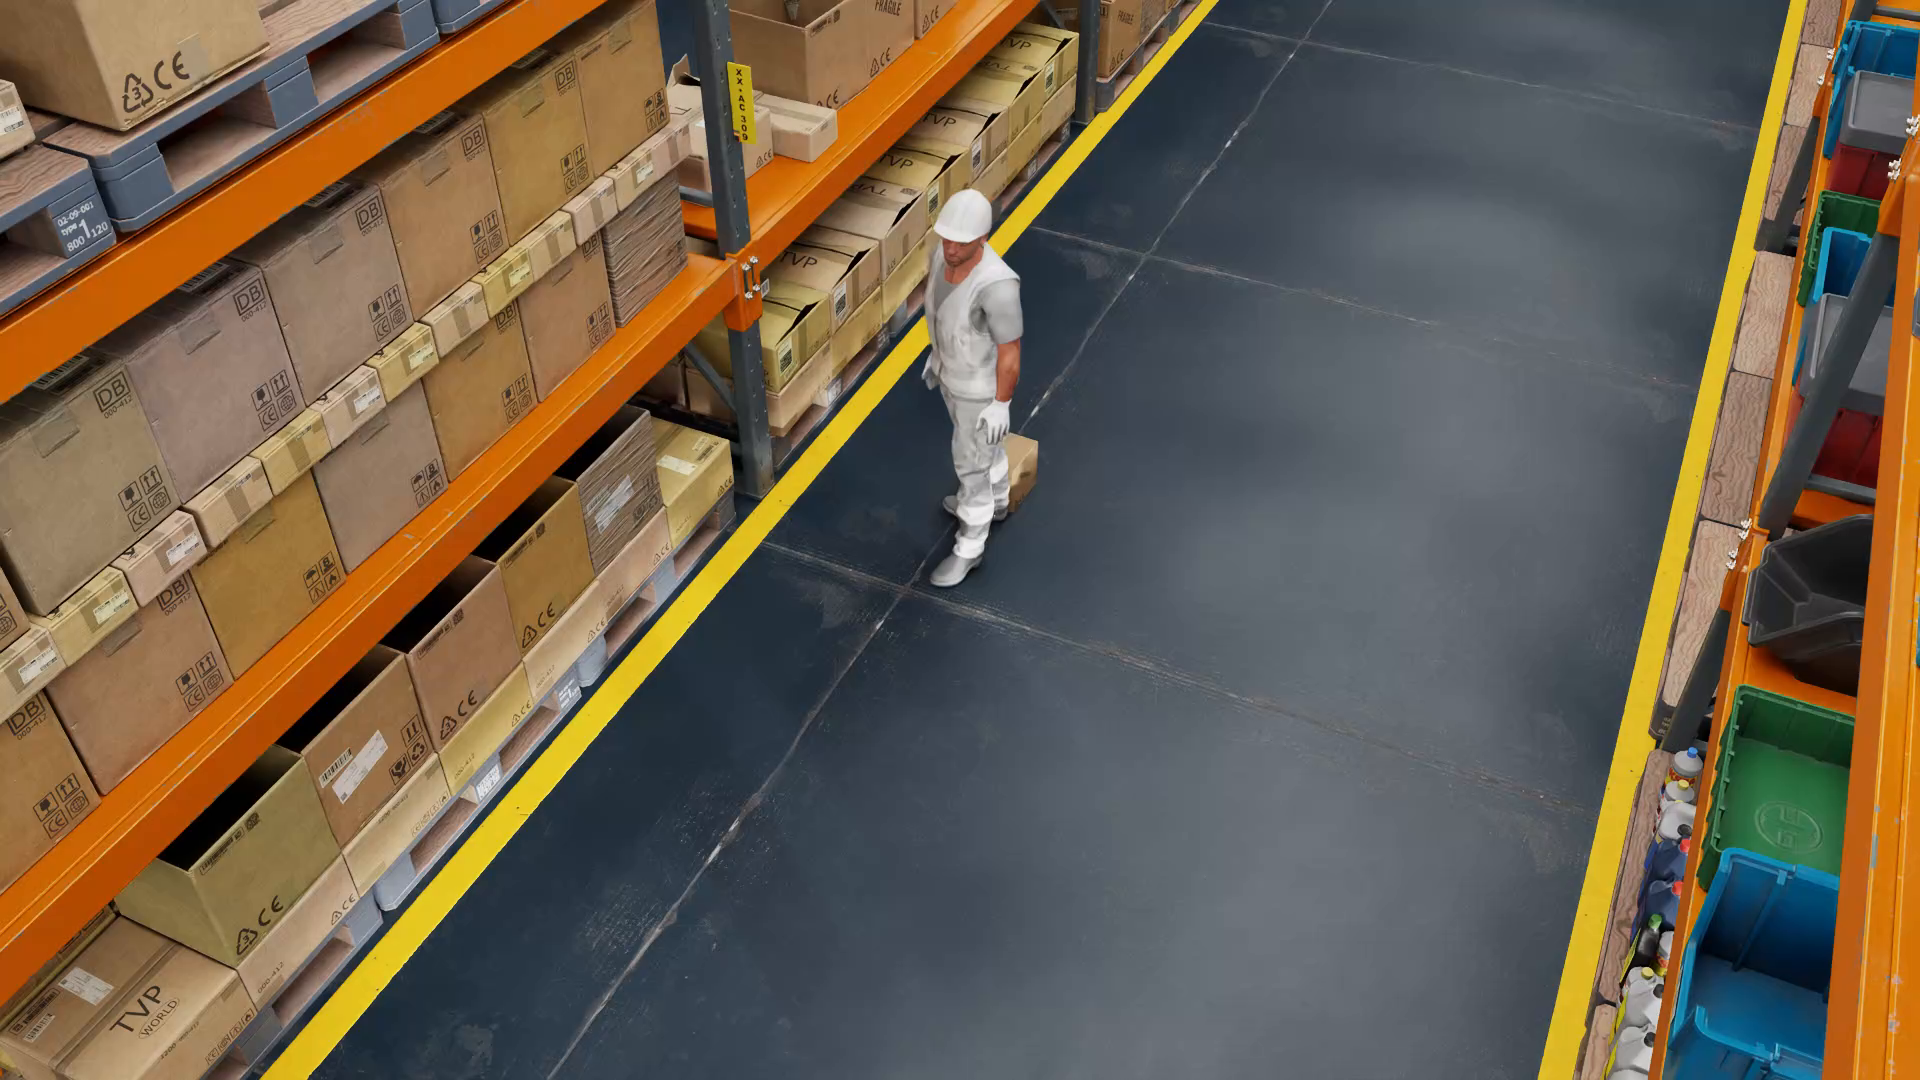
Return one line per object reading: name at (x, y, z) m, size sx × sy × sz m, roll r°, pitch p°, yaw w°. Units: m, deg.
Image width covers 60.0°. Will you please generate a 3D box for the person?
person at (0.027, -0.650, 6.854) m, size 0.530 × 1.792 × 0.561 m, roll -18°, pitch 45°, yaw -19°
